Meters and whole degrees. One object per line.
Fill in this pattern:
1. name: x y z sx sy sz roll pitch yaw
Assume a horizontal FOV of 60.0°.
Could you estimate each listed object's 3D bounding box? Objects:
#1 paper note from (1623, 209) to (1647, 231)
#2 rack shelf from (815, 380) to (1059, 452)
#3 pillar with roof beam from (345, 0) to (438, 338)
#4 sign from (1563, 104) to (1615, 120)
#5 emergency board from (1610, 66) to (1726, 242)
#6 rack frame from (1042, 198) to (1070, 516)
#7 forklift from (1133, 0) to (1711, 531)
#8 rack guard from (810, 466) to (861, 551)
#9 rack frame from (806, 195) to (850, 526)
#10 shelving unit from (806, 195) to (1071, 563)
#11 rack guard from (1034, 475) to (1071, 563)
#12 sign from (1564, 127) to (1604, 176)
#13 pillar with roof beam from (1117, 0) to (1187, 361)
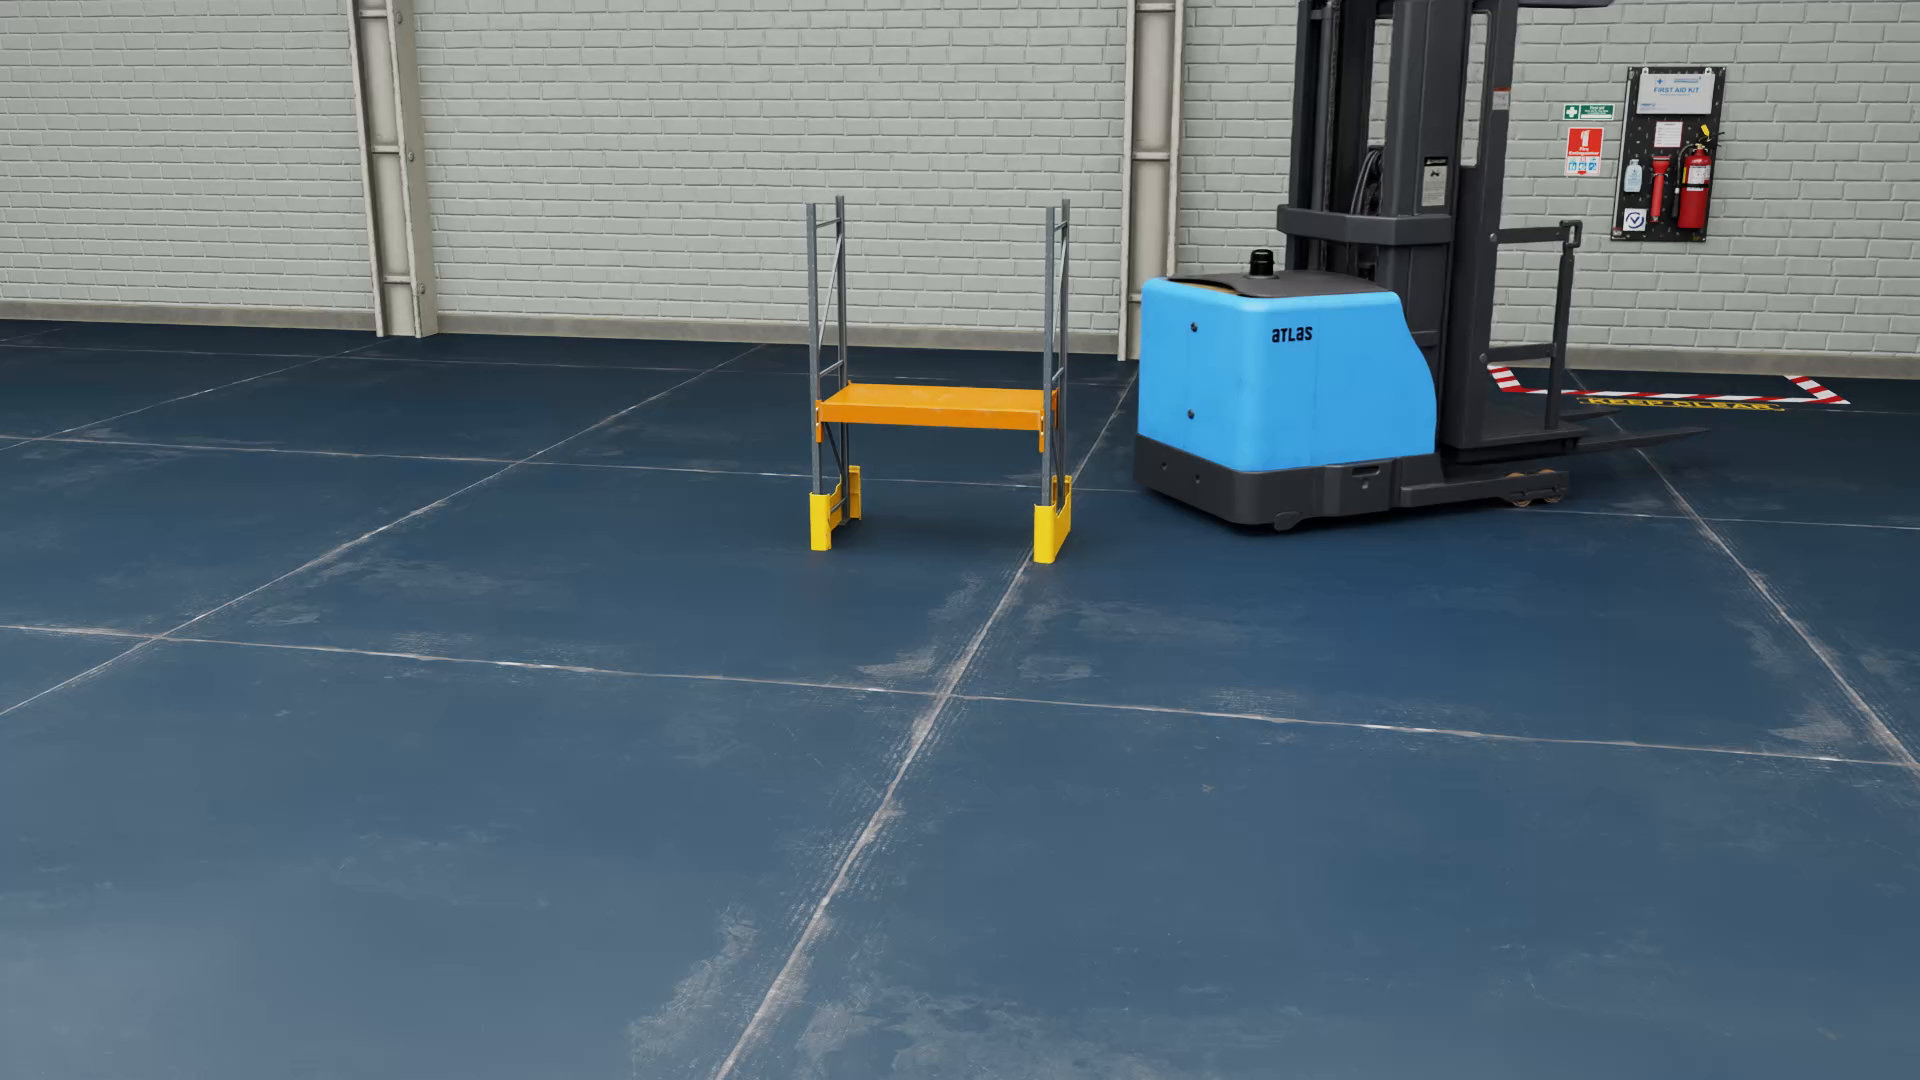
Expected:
1. paper note: 4.695 -2.228 11.565 0.142 0.148 0.016 3 16 11
2. rack shelf: -0.084 -0.554 7.356 1.000 0.185 0.538 3 16 11
3. pillar with roof beam: -5.349 -4.886 8.276 0.400 9.000 9.100 3 16 11
4. sign: 4.336 -2.951 11.467 0.331 0.109 0.001 3 16 11
5. emergency board: 4.854 -2.625 11.348 0.643 1.169 0.194 3 16 11
6. rack frame: 0.415 -0.700 7.211 0.032 1.500 0.500 3 16 11
7. forklift: 2.429 -1.693 8.114 3.031 2.935 1.130 -7 17 -23
8. rack guard: -0.563 -0.151 7.569 0.087 0.250 0.587 3 16 11
9. rack frame: -0.582 -0.754 7.406 0.032 1.500 0.500 3 16 11
10. shelving unit: -0.075 -0.727 7.306 1.083 1.500 0.587 3 16 11
11. rack guard: 0.413 -0.098 7.378 0.087 0.250 0.587 3 16 11
12. sign: 4.333 -2.698 11.547 0.234 0.329 0.001 3 16 11
13. pillar with roof beam: 0.531 -4.567 7.123 0.400 9.000 9.100 3 16 11
